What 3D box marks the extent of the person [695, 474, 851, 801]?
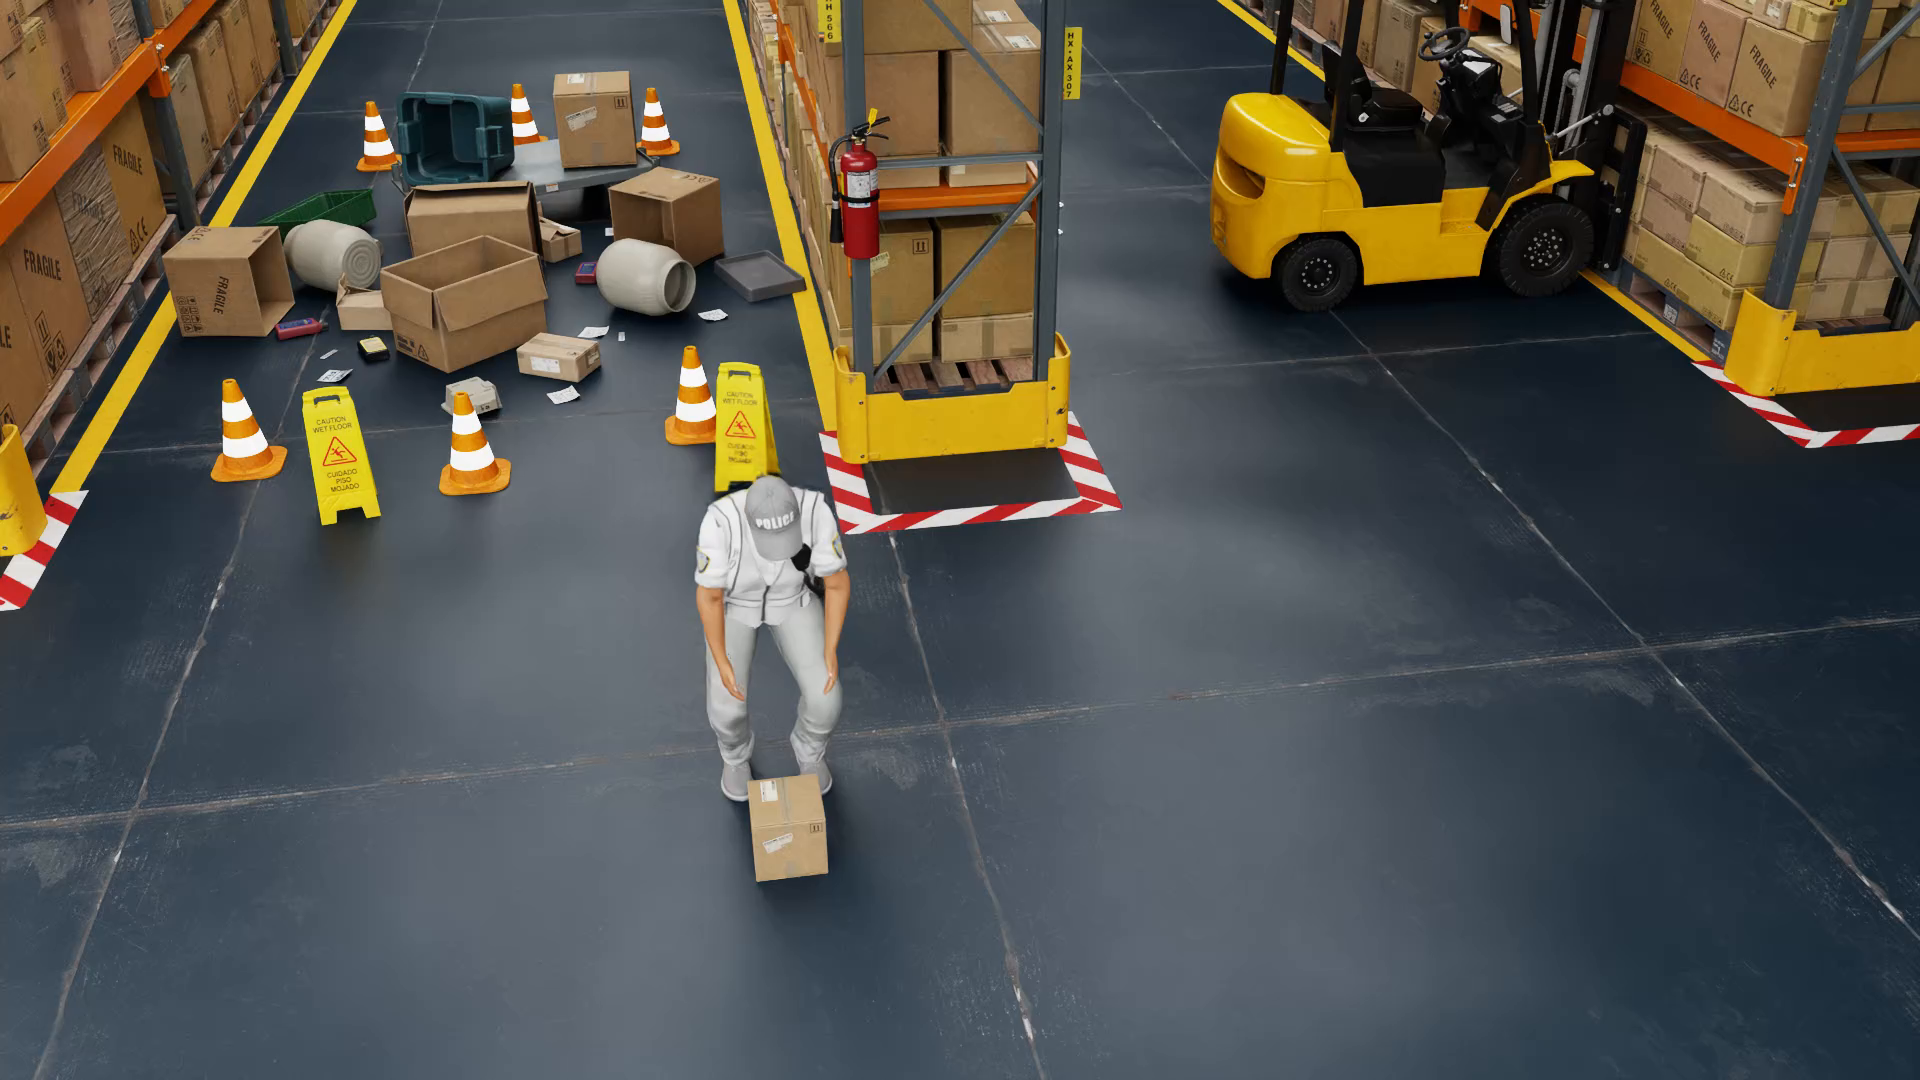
[{"bbox_3d":[-0.655,0.299,5.893,0.533,1.406,0.710,-5,31,-9],"label":"person"}]
